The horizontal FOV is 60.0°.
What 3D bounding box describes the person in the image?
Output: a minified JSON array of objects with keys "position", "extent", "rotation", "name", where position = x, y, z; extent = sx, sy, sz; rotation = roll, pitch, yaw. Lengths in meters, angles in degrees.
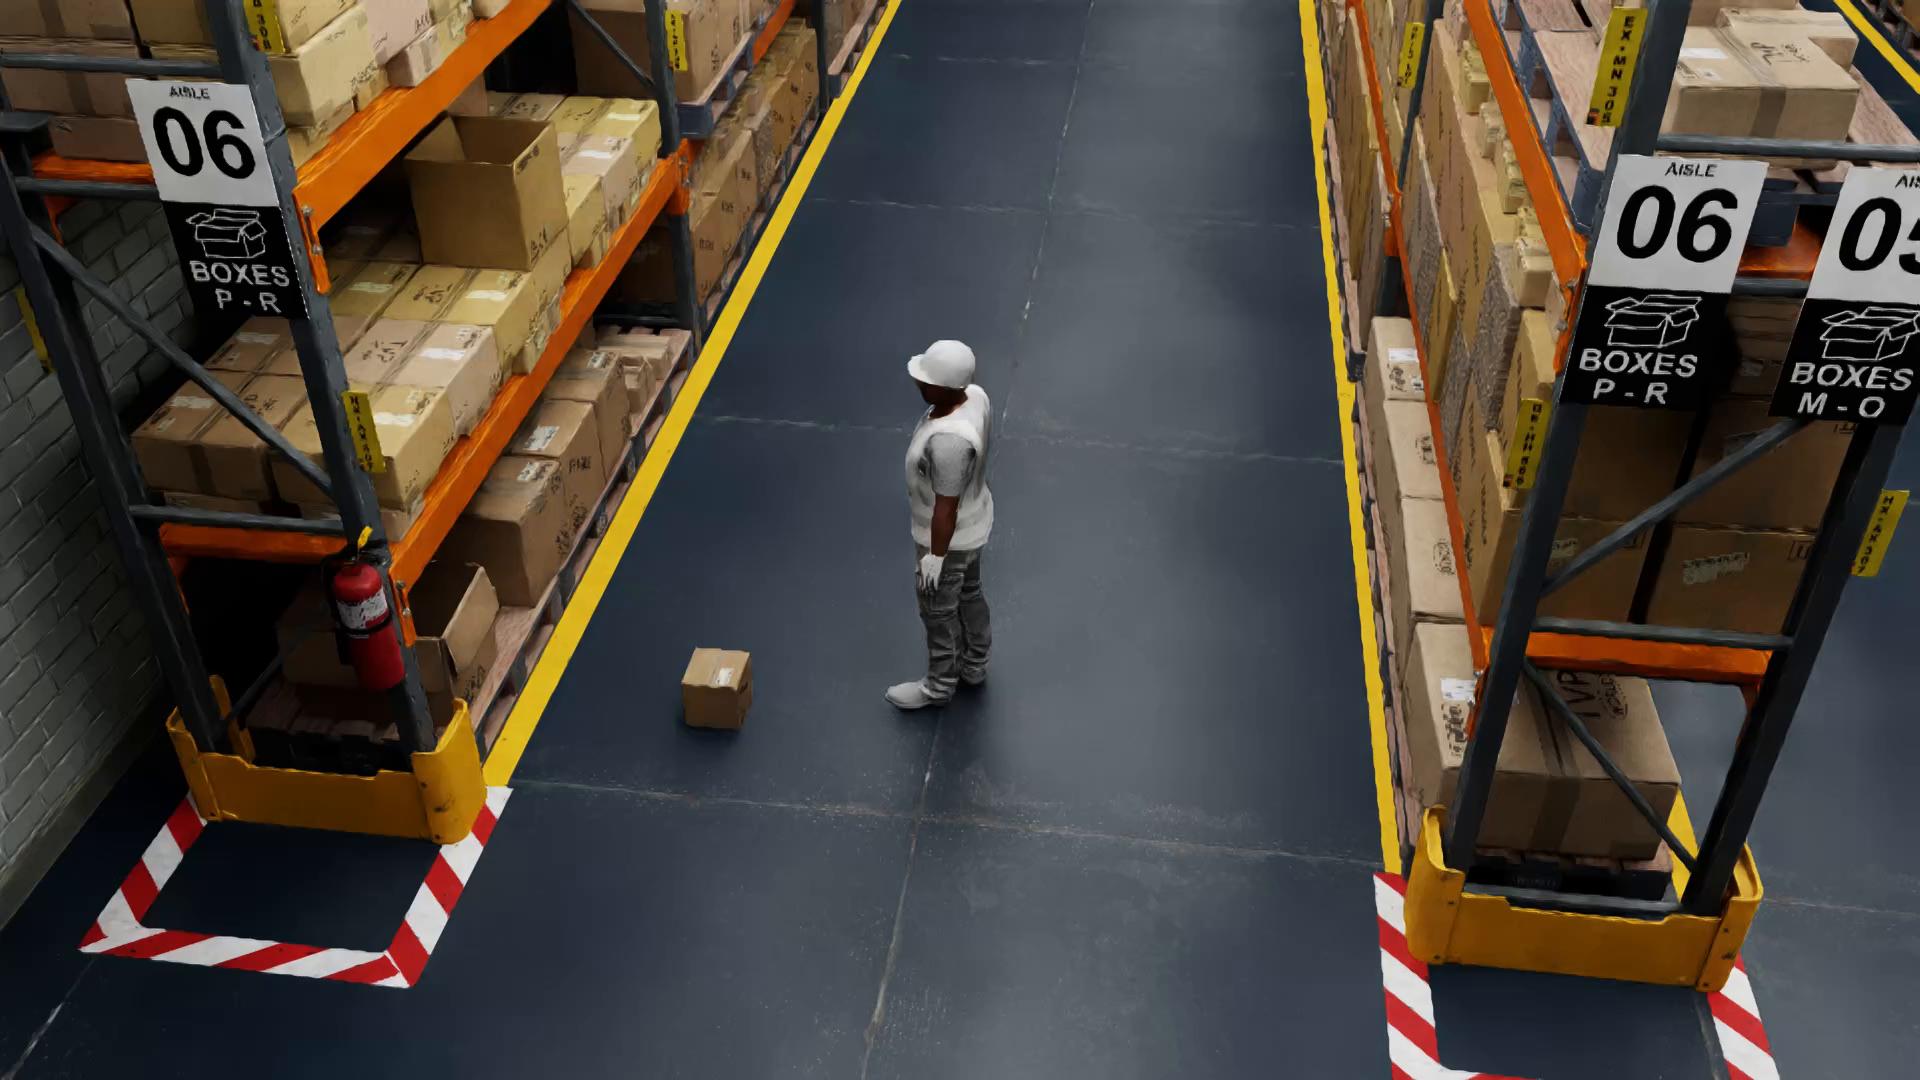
[{"position":[-0.082,-0.070,7.082],"extent":[0.450,1.791,0.674],"rotation":[6,36,8],"name":"person"}]
